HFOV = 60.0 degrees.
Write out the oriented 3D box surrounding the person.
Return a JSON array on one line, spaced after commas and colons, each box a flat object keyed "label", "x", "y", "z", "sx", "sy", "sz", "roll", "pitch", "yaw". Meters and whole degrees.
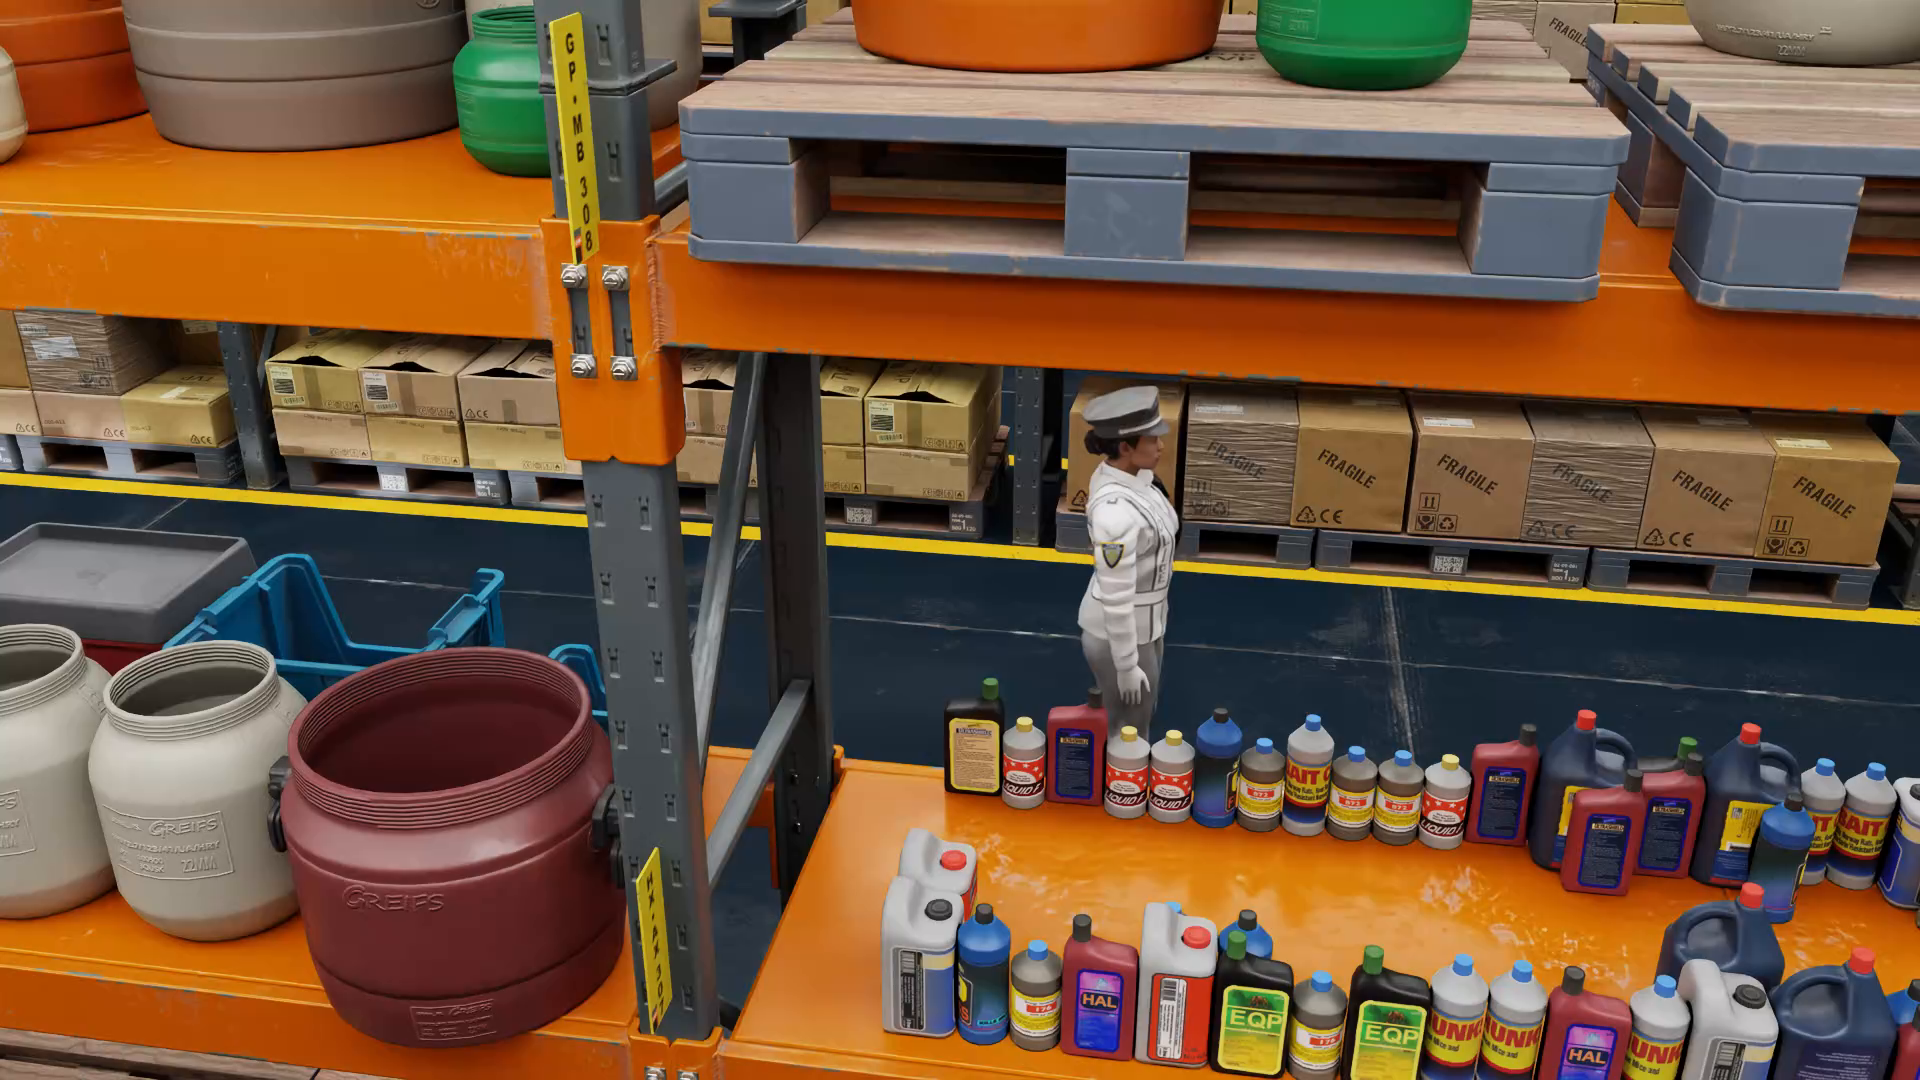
[{"label": "person", "x": 0.556, "y": 0.325, "z": 5.433, "sx": 0.464, "sy": 1.726, "sz": 0.503, "roll": 4, "pitch": 25, "yaw": 9}]
